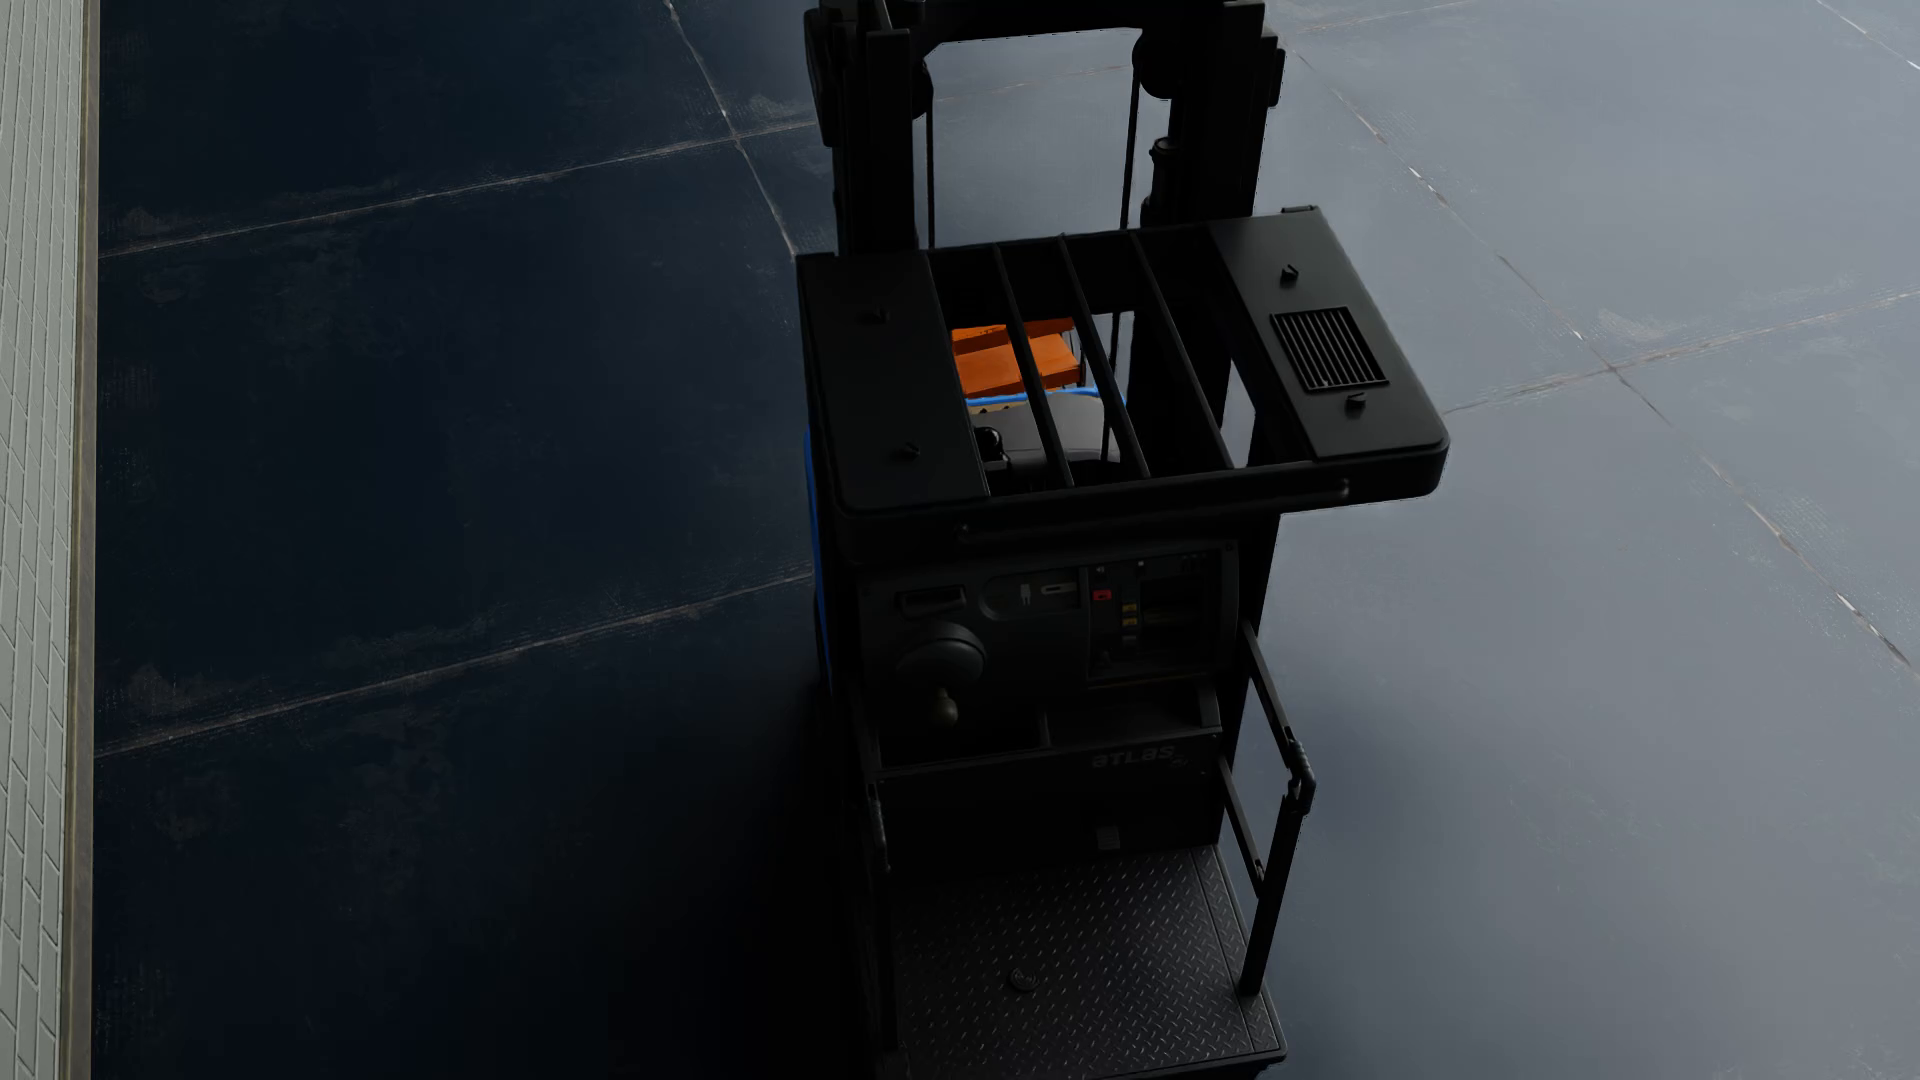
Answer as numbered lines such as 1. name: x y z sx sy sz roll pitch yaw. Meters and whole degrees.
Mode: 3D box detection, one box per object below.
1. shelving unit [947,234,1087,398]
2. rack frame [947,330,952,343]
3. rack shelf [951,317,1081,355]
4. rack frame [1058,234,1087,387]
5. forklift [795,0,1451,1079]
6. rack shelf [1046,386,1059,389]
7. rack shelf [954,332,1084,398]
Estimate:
1. shelving unit: 0.156 -0.463 5.865 0.503 1.200 0.258 -14 47 -14
2. rack frame: -0.074 -0.405 5.806 0.015 1.200 0.240 -14 47 -14
3. rack shelf: 0.156 -0.741 5.586 0.480 0.148 0.258 -14 47 -14
4. rack frame: 0.385 -0.522 5.923 0.015 1.200 0.240 -14 47 -14
5. forklift: 0.257 0.309 3.873 1.130 2.935 3.031 -7 46 -7
6. rack shelf: 0.156 -0.416 5.912 0.480 0.148 0.258 -14 47 -14
7. rack shelf: 0.156 -0.574 5.754 0.480 0.148 0.258 -14 47 -14
